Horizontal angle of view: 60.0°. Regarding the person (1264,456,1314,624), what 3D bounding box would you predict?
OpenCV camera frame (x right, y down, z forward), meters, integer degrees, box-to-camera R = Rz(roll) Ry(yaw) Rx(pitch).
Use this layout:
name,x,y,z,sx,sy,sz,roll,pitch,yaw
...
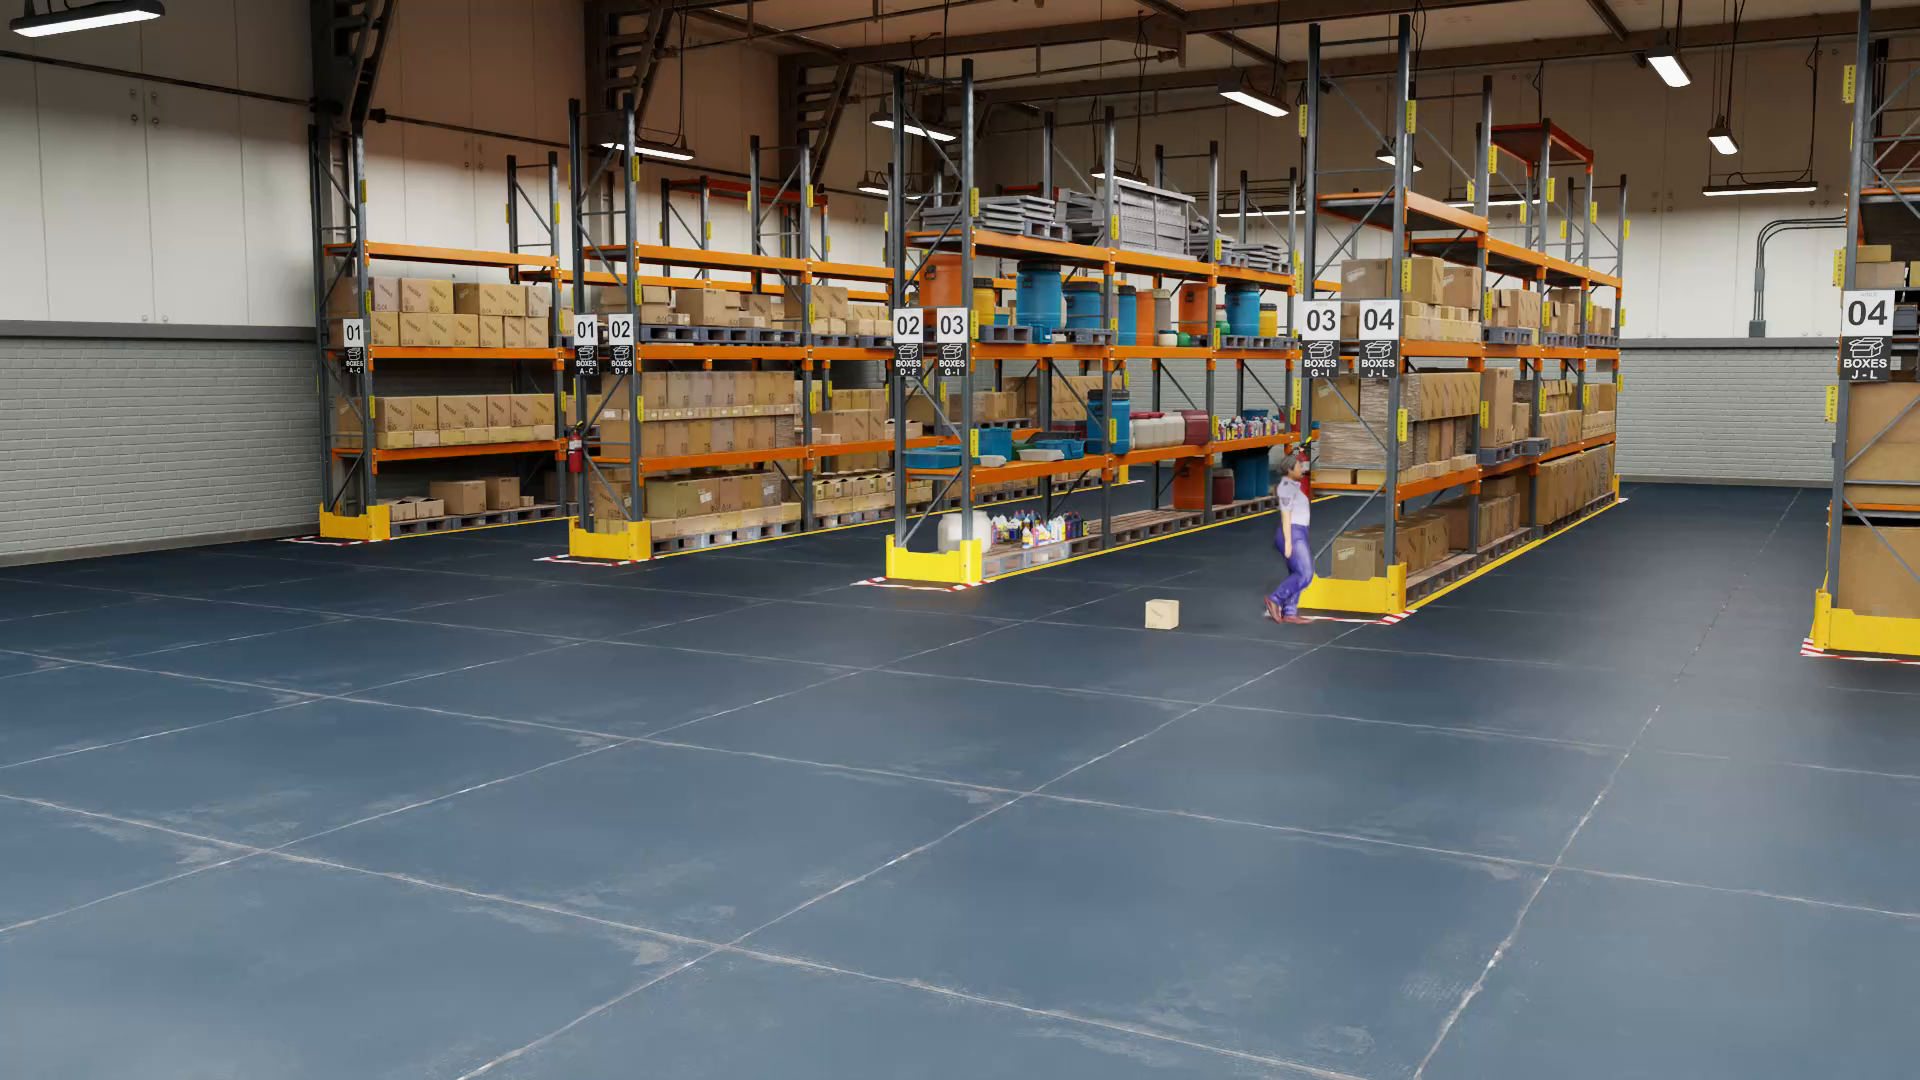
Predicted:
name,x,y,z,sx,sy,sz,roll,pitch,yaw
person,3.220,0.012,16.188,0.479,1.628,0.503,2,6,16
